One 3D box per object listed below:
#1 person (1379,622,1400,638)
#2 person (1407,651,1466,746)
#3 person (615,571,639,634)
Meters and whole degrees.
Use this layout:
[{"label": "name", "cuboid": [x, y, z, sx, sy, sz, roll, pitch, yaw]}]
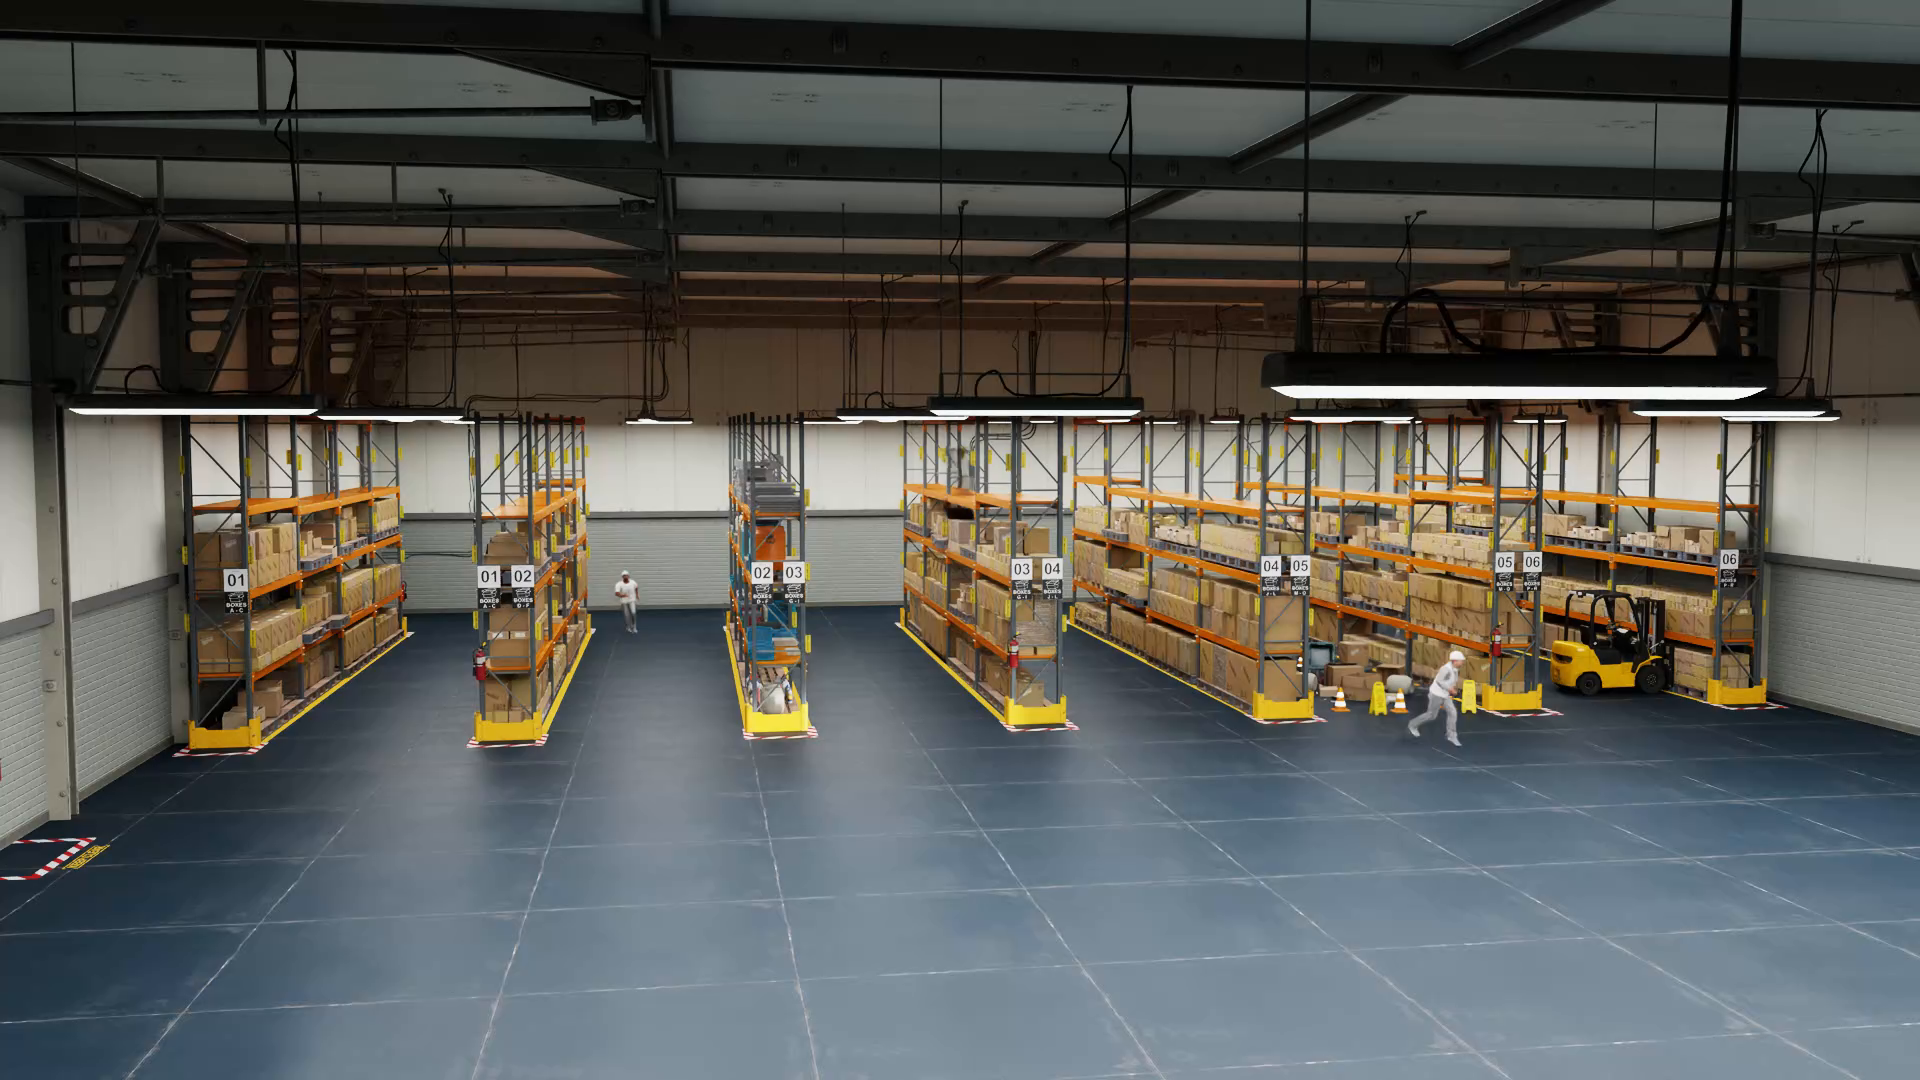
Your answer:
[{"label": "person", "cuboid": [11.478, 1.872, 44.589, 0.537, 1.586, 0.881, -2, 4, -22]}, {"label": "person", "cuboid": [8.653, 2.844, 30.165, 1.046, 1.732, 0.697, 2, 5, 32]}, {"label": "person", "cuboid": [-9.179, 1.710, 45.923, 0.700, 1.739, 0.733, -1, 4, -20]}]
